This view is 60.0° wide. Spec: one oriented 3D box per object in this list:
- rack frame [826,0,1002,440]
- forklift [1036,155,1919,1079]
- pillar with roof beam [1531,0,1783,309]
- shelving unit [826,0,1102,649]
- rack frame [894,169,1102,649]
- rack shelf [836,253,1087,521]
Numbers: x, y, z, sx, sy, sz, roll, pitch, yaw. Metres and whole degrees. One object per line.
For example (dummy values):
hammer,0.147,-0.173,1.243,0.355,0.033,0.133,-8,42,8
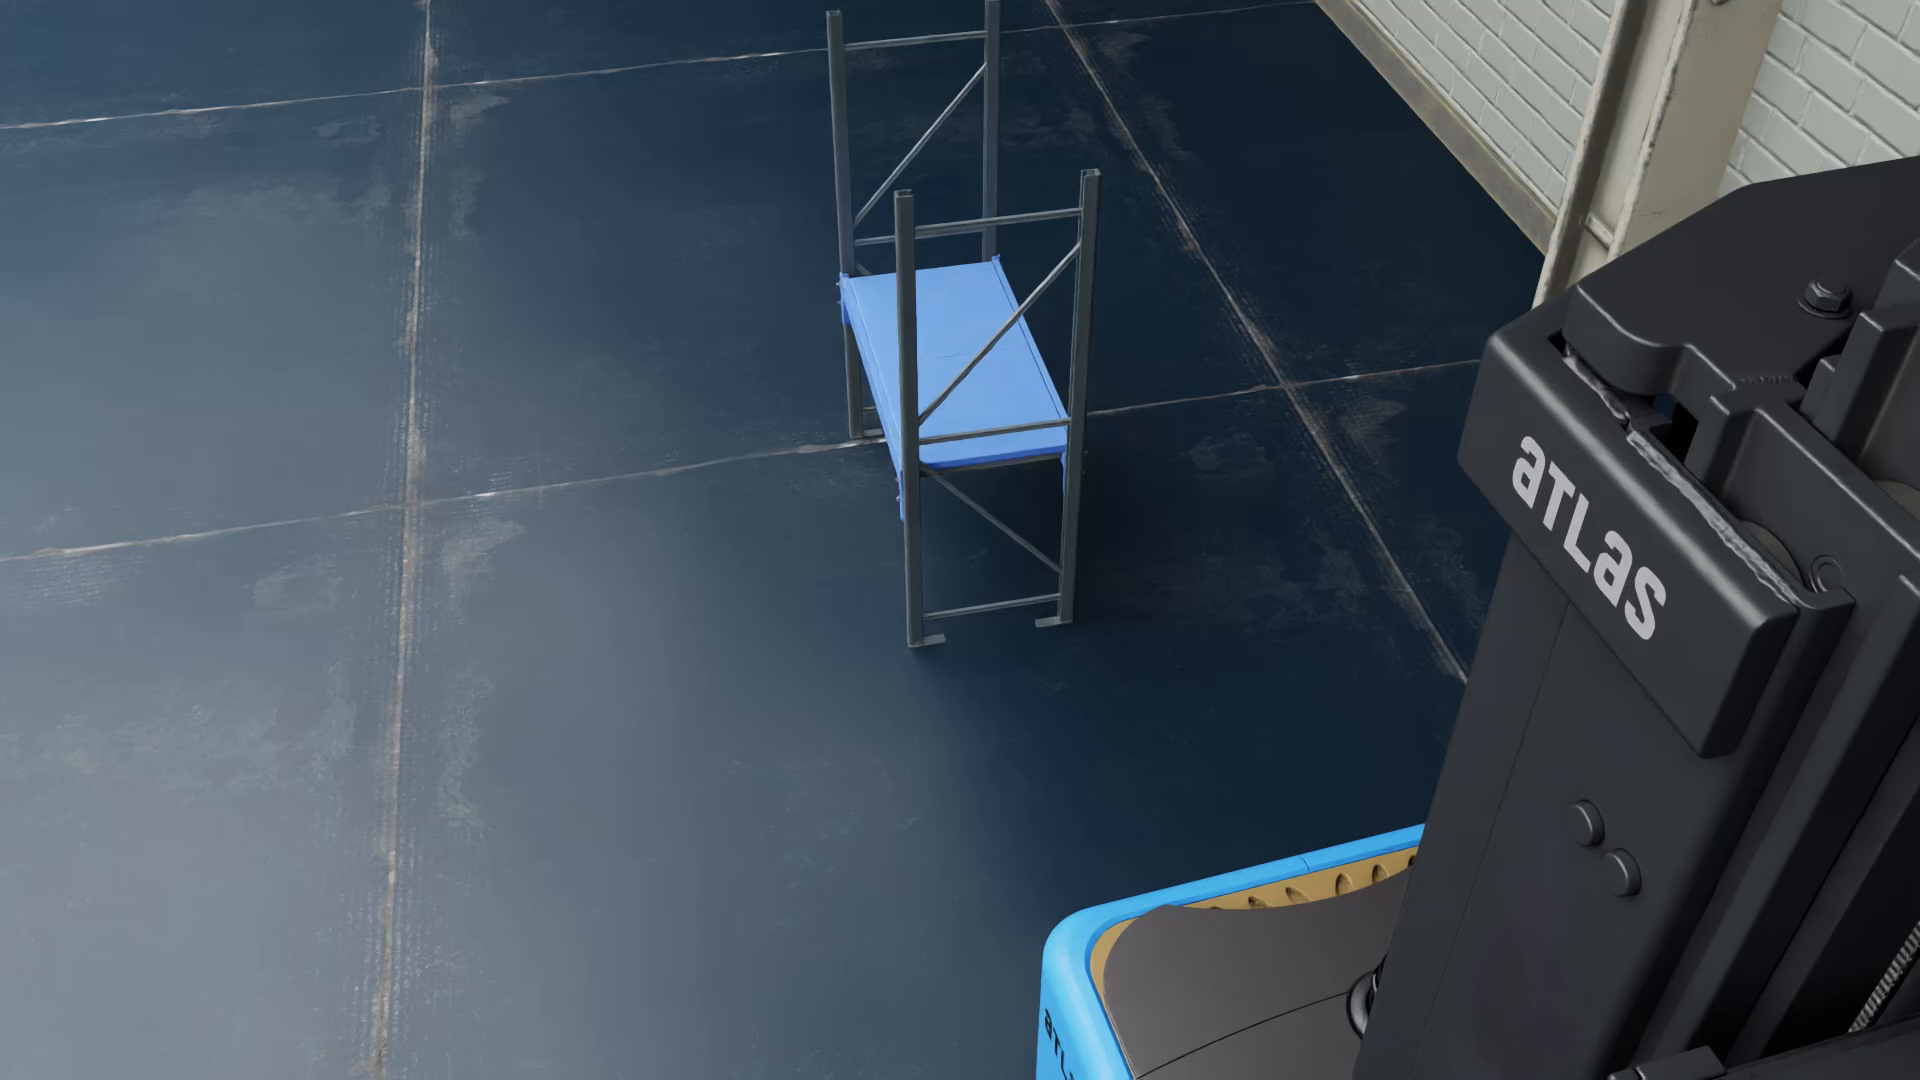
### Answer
rack frame,-0.128,-0.946,5.186,0.500,1.500,0.032,-8,42,-9
forklift,1.036,1.214,1.675,1.130,2.935,3.031,-11,43,-12
pillar with roof beam,-1.905,-3.460,2.370,9.100,9.000,0.400,-8,42,-9
shelving unit,-0.018,-0.616,4.814,0.538,1.500,1.048,-8,42,-9
rack frame,0.091,-0.287,4.443,0.500,1.500,0.032,-8,42,-9
rack shelf,-0.018,-0.482,4.934,0.538,0.185,1.000,-8,42,-9
